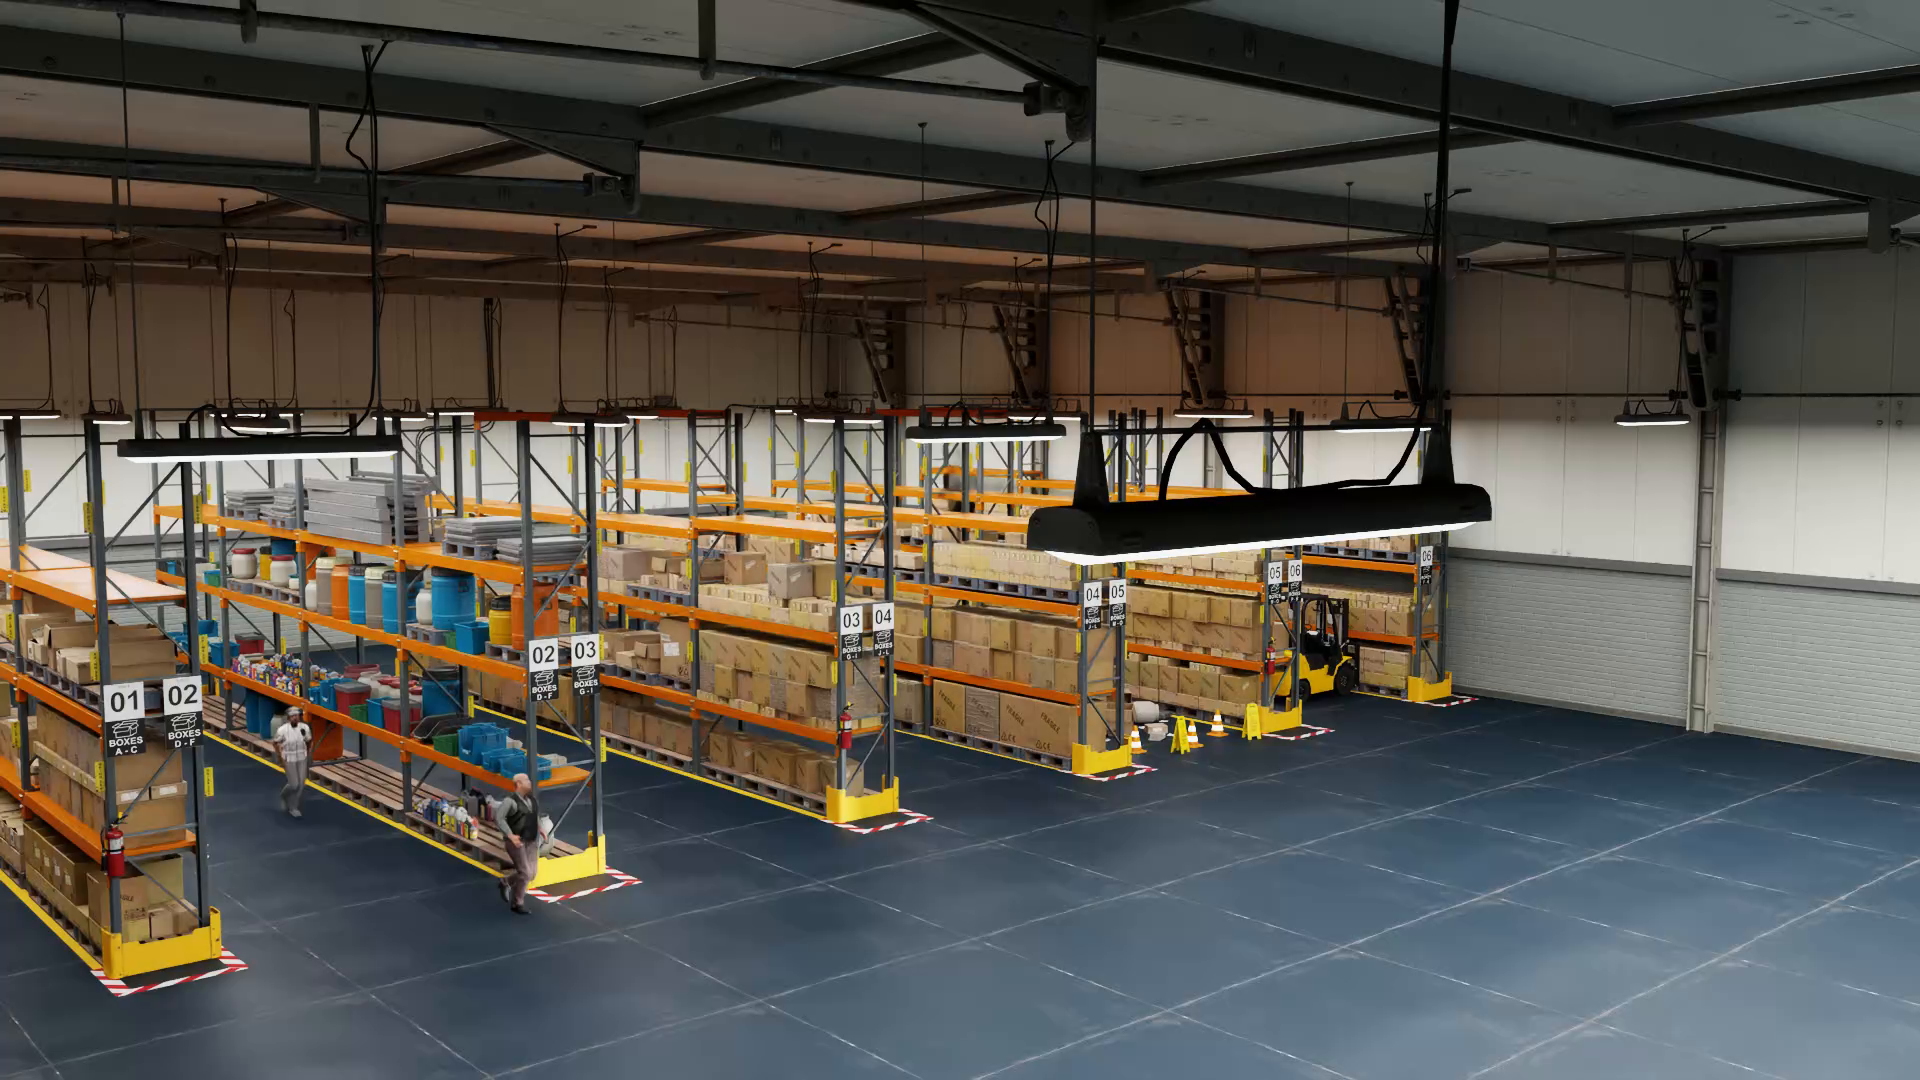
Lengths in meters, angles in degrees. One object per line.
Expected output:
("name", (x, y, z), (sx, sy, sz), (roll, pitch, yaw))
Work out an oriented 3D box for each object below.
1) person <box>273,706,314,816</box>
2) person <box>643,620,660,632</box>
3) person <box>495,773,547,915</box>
("person", (-9.966, 3.315, 24.964), (0.566, 1.670, 0.571), (-4, 6, -39))
("person", (-7.659, 1.866, 41.273), (0.917, 1.674, 0.677), (1, 5, 10))
("person", (-5.431, 3.708, 20.465), (0.568, 1.679, 0.711), (2, 5, 23))
